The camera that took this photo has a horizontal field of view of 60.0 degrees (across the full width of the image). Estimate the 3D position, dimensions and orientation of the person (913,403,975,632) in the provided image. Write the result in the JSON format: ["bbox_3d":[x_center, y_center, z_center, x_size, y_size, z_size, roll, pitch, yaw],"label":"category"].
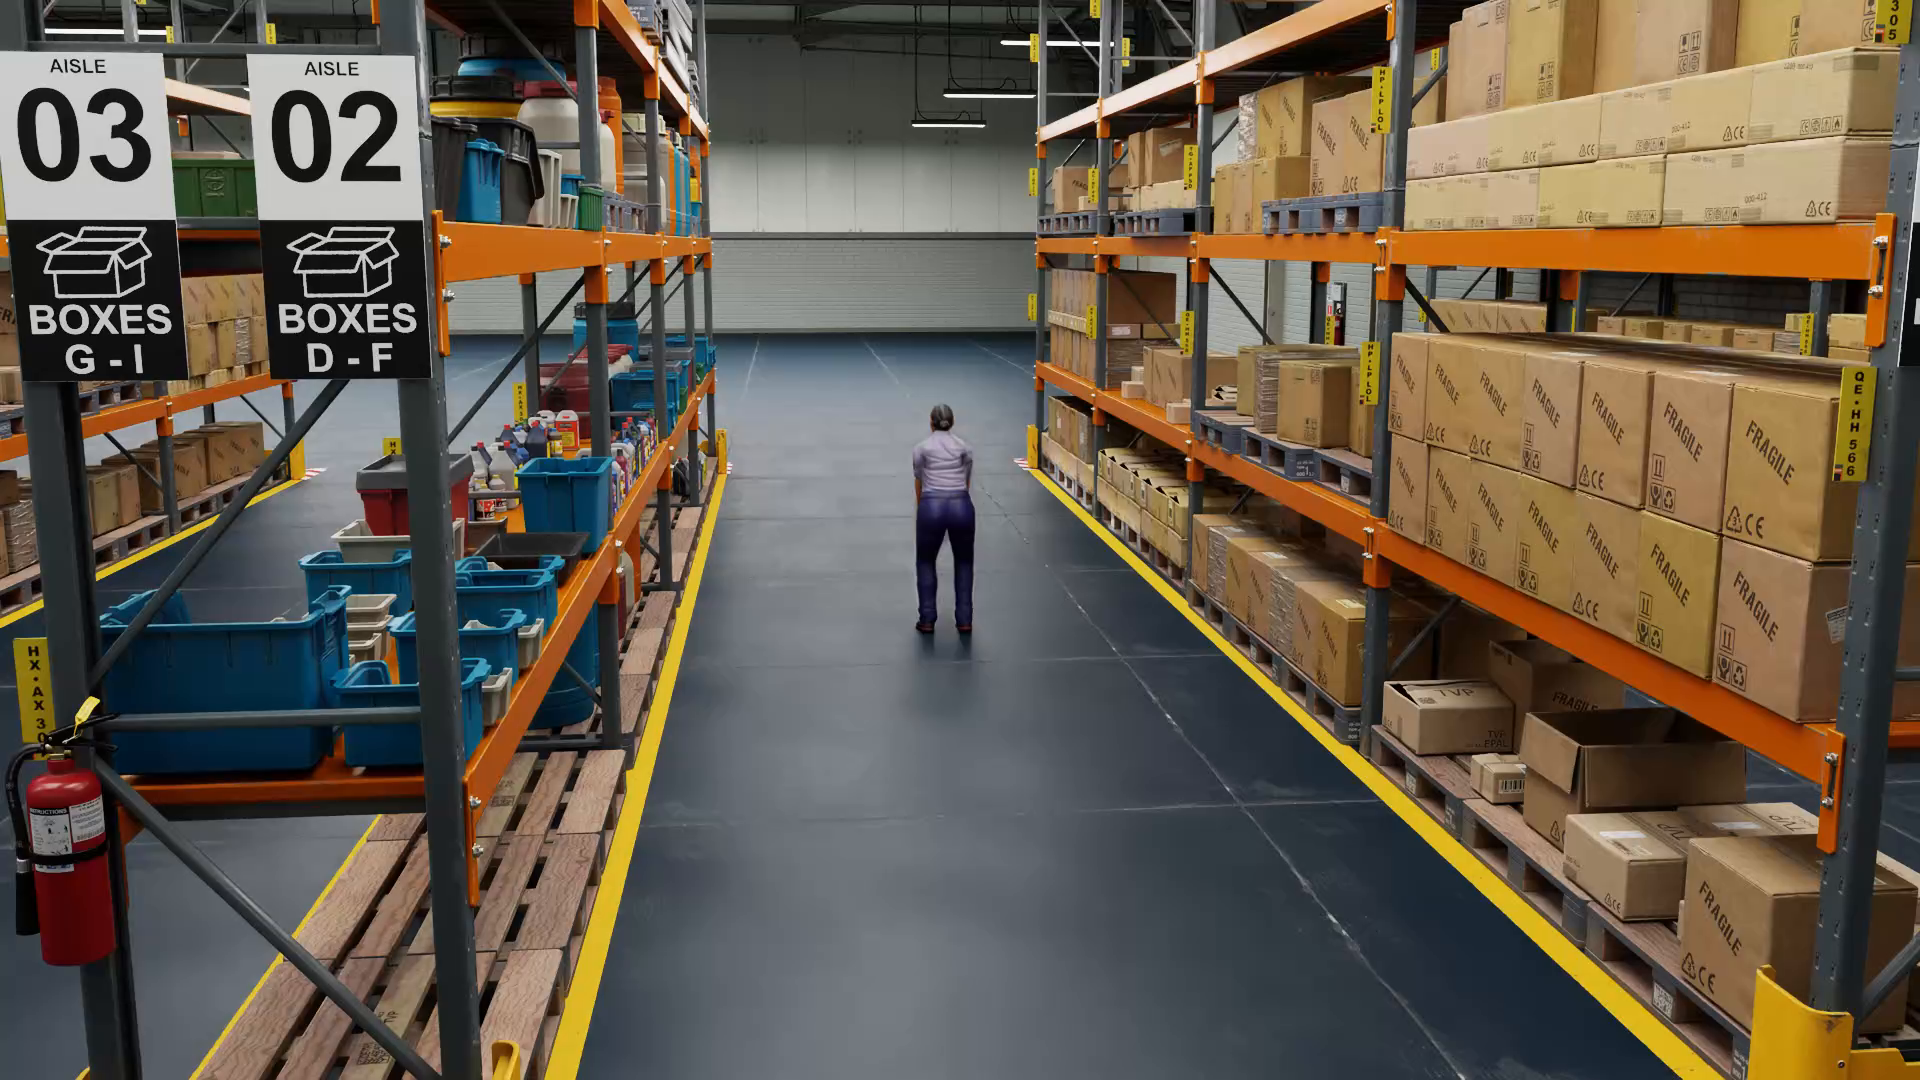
[{"bbox_3d":[-0.123,-0.167,11.936,0.435,1.639,0.544,-1,10,-7],"label":"person"}]
